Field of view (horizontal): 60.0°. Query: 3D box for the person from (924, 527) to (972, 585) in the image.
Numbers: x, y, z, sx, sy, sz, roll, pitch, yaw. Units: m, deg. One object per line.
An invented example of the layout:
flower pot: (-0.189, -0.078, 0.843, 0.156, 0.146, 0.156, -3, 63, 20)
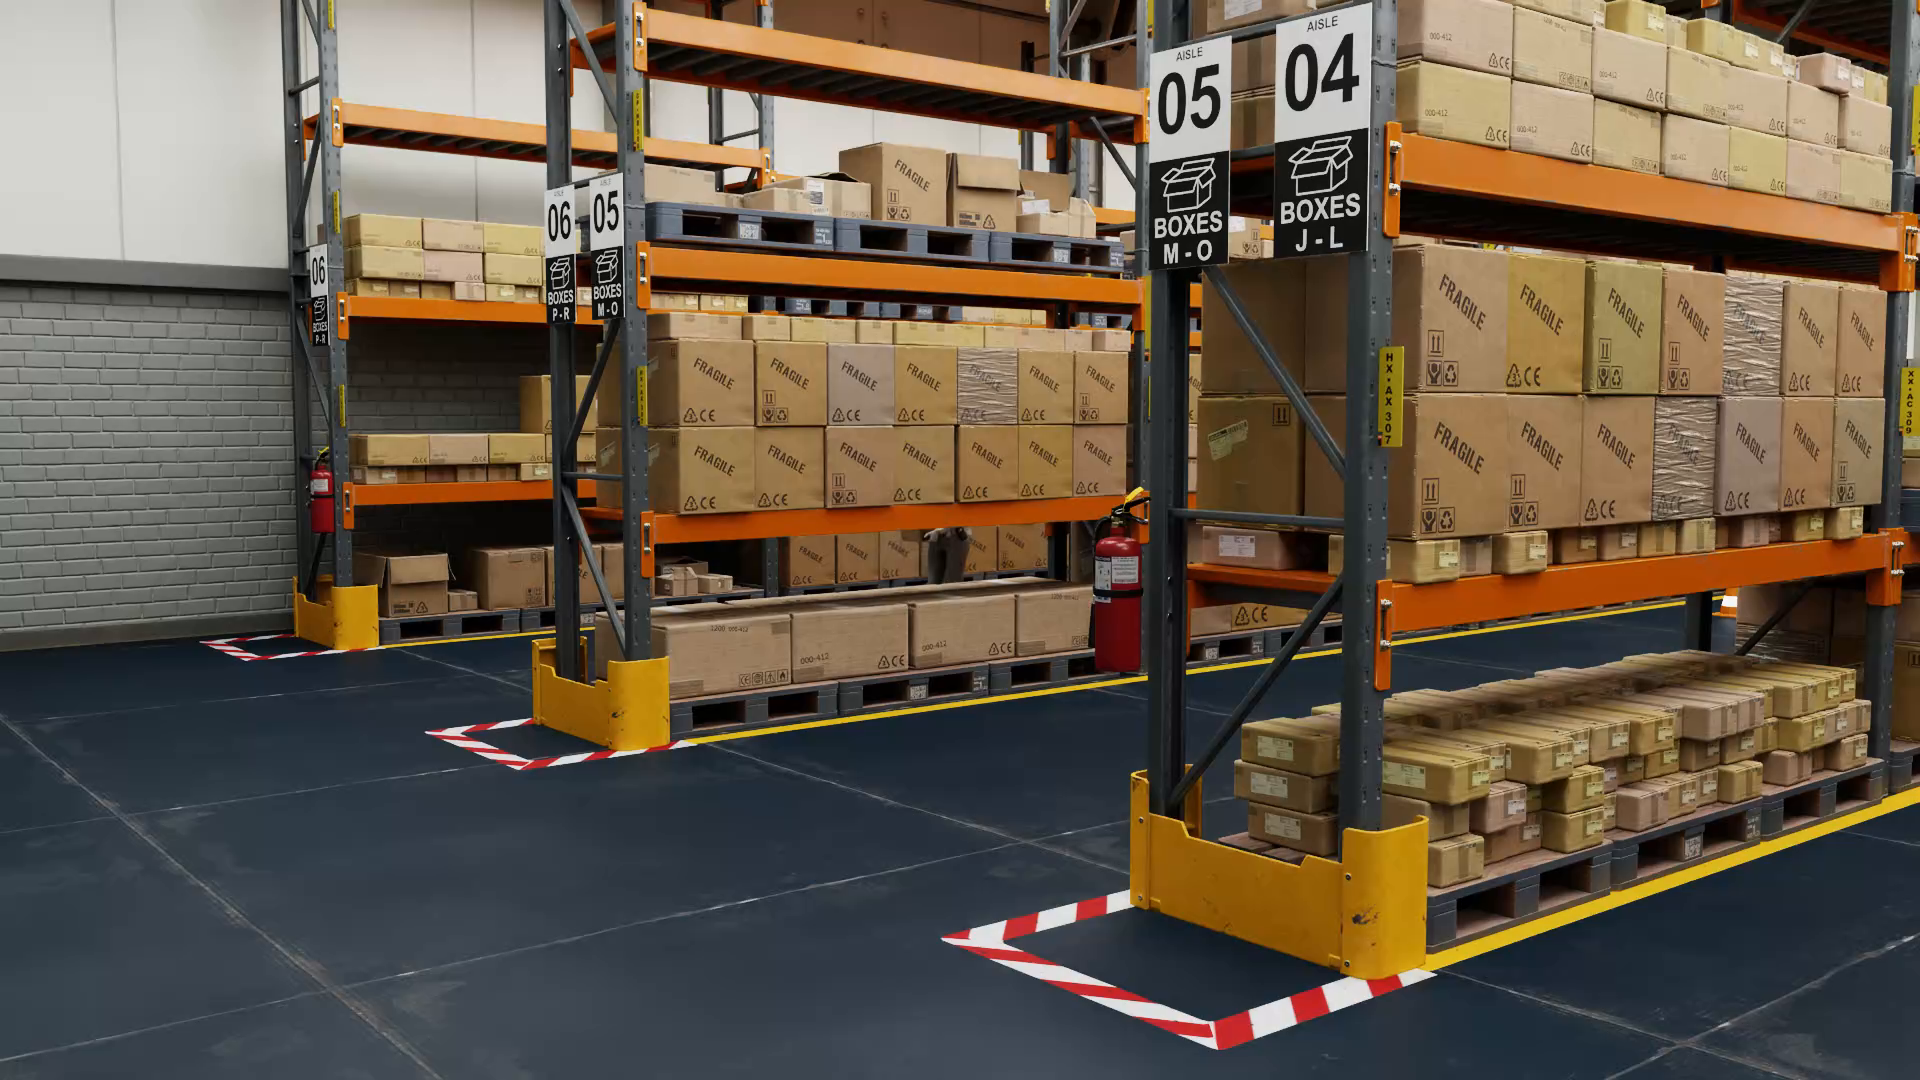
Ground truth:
person: (-0.146, 0.025, 13.283, 0.559, 1.686, 0.458, -3, 6, -38)
